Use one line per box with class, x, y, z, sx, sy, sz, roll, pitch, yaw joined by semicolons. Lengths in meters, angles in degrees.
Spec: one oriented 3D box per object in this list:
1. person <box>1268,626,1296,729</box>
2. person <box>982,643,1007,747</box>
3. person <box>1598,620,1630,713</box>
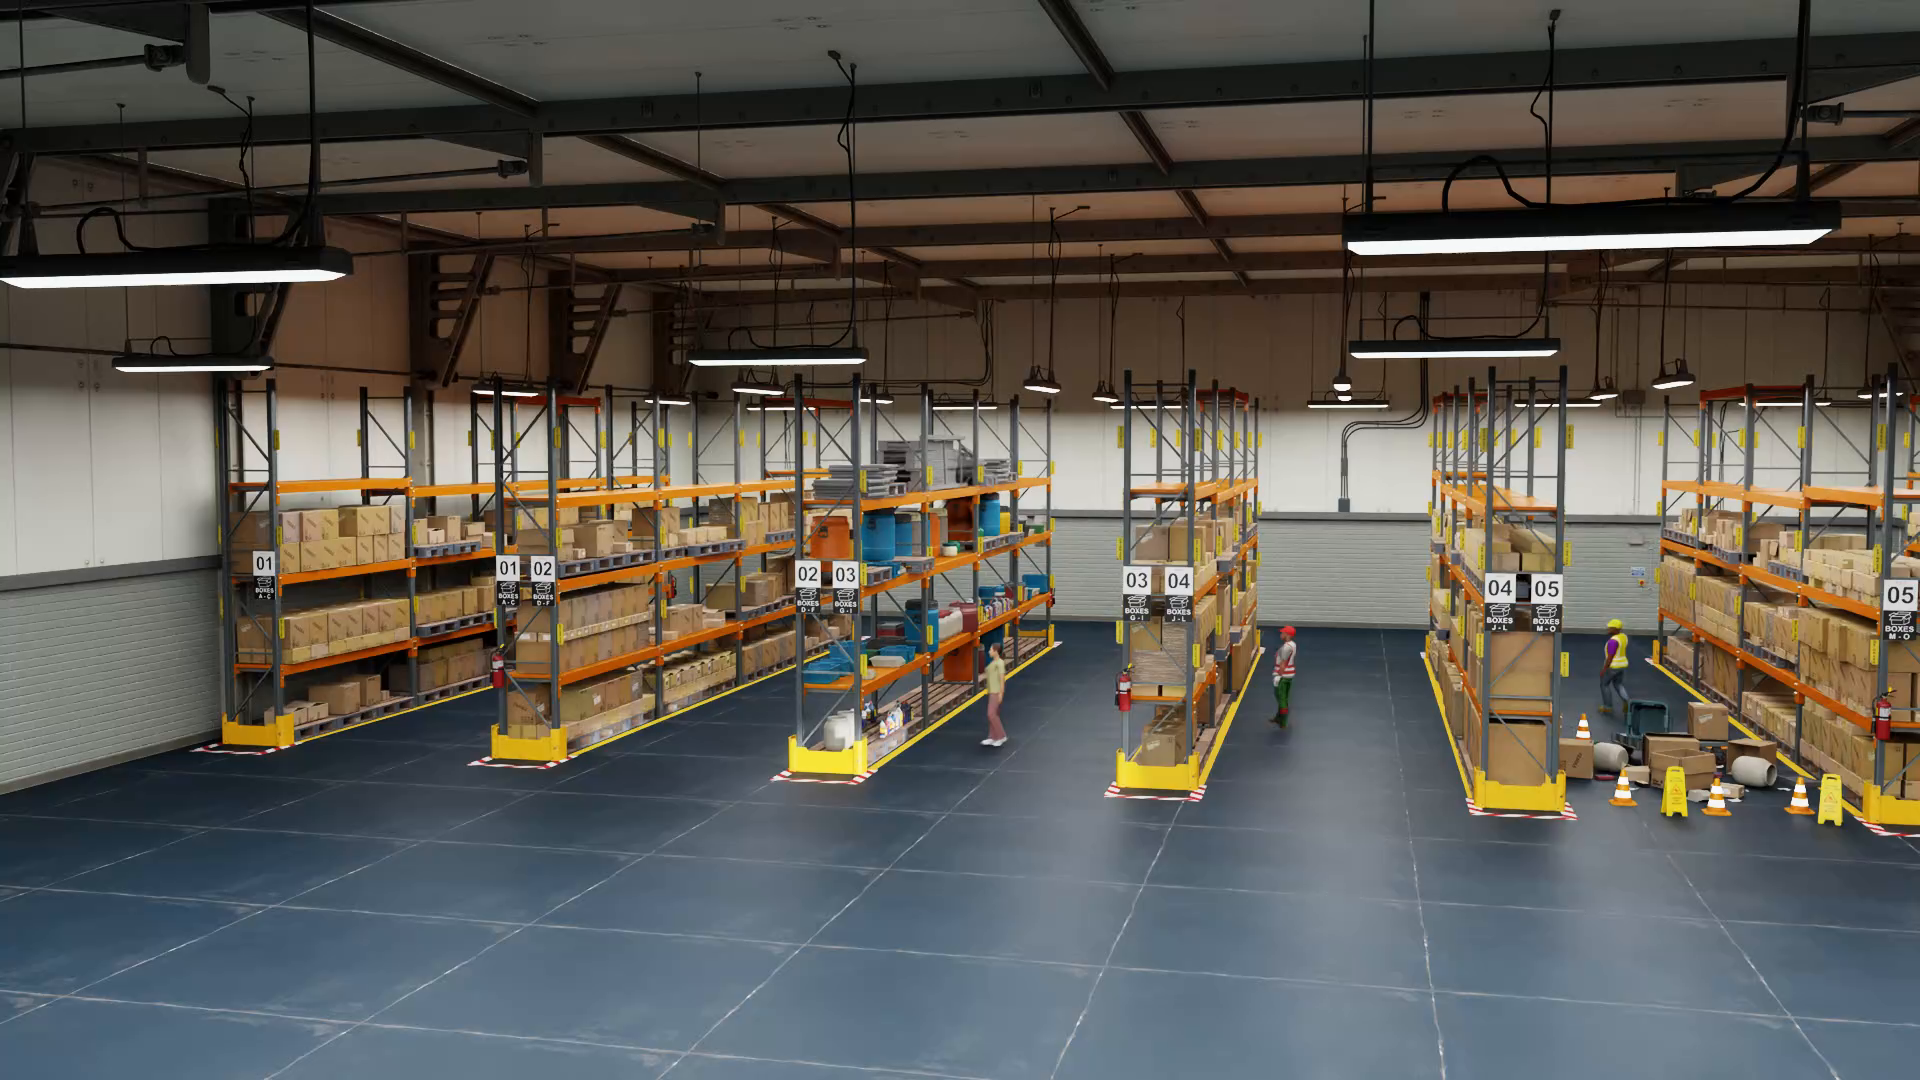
person;5.582;2.375;29.066;0.547;1.783;0.663;-3;5;-44
person;0.561;2.527;27.279;0.386;1.685;0.480;-1;4;-16
person;11.984;2.318;30.527;0.626;1.734;0.653;-2;4;-26
